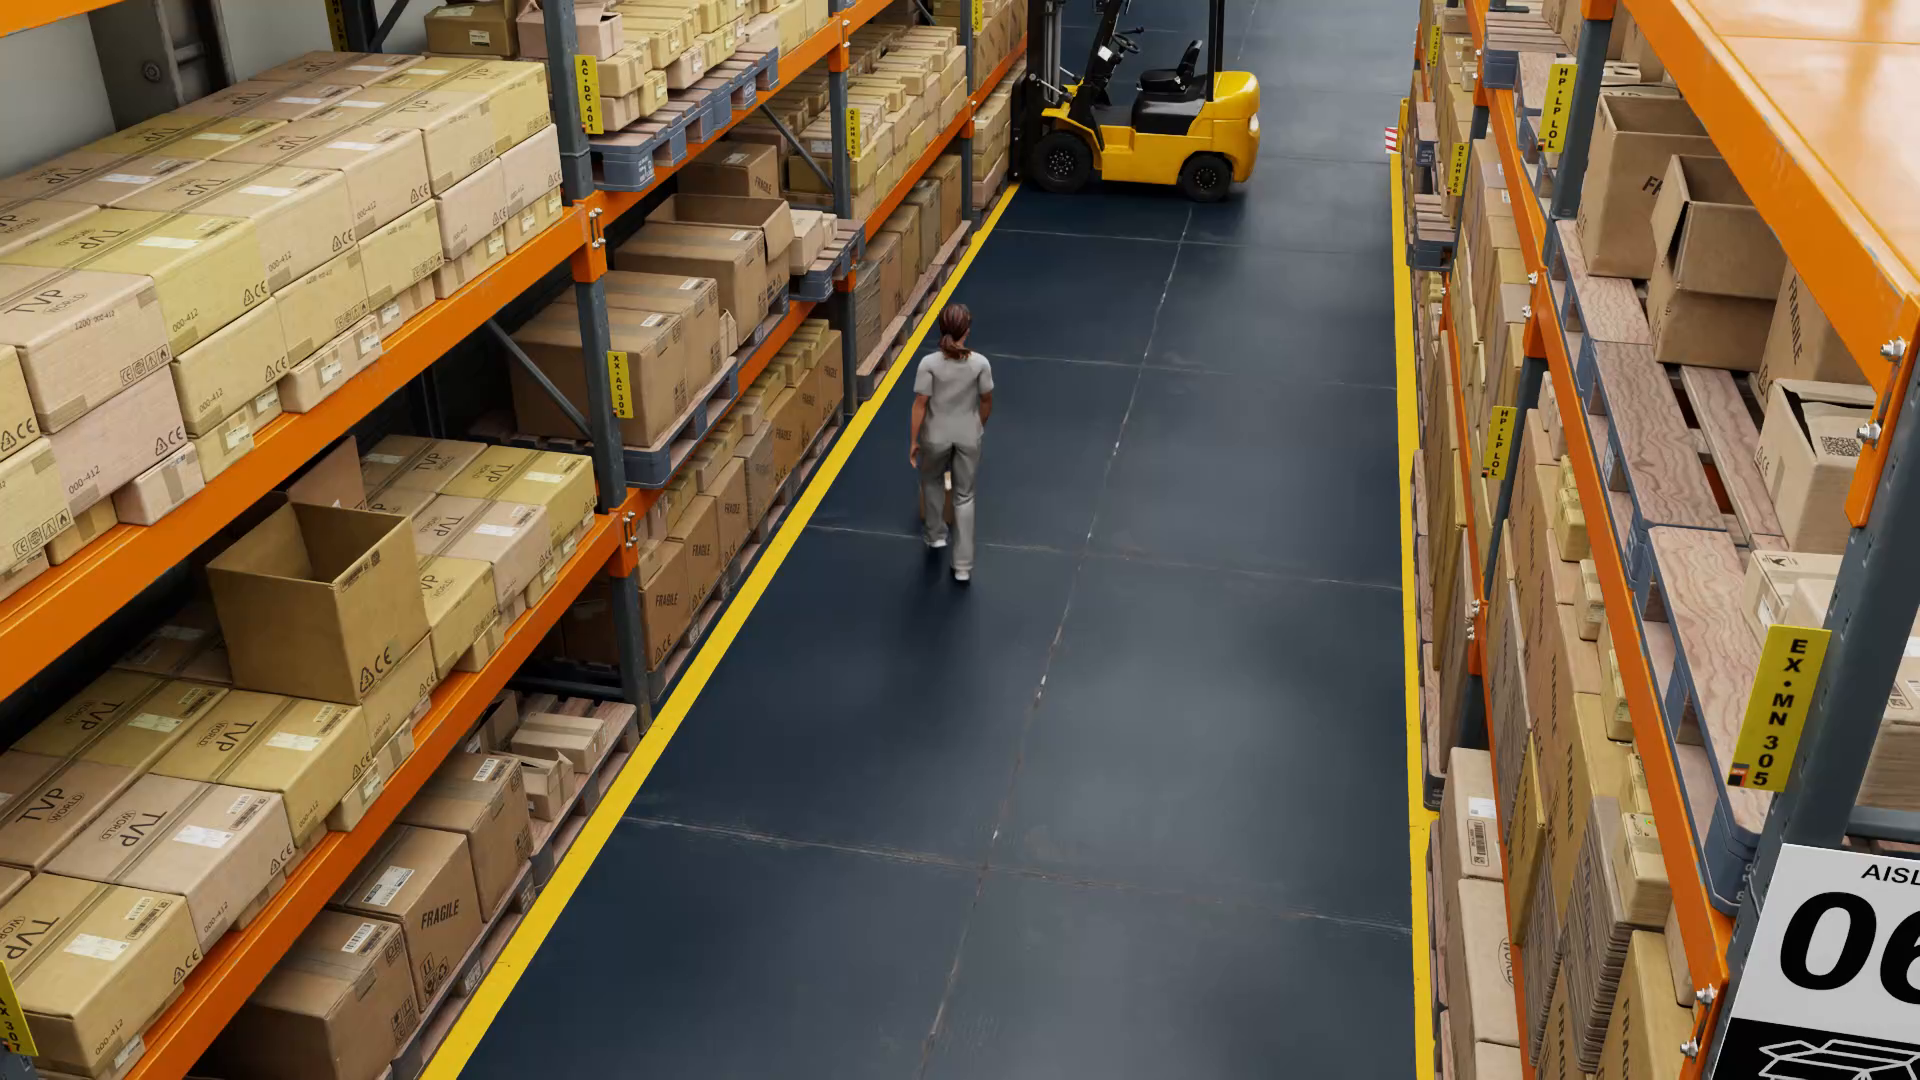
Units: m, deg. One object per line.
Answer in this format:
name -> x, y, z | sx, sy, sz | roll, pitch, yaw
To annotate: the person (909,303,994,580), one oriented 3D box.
person -> -0.054, -0.605, 9.725 | 0.494, 1.703, 0.670 | -1, 29, -2
